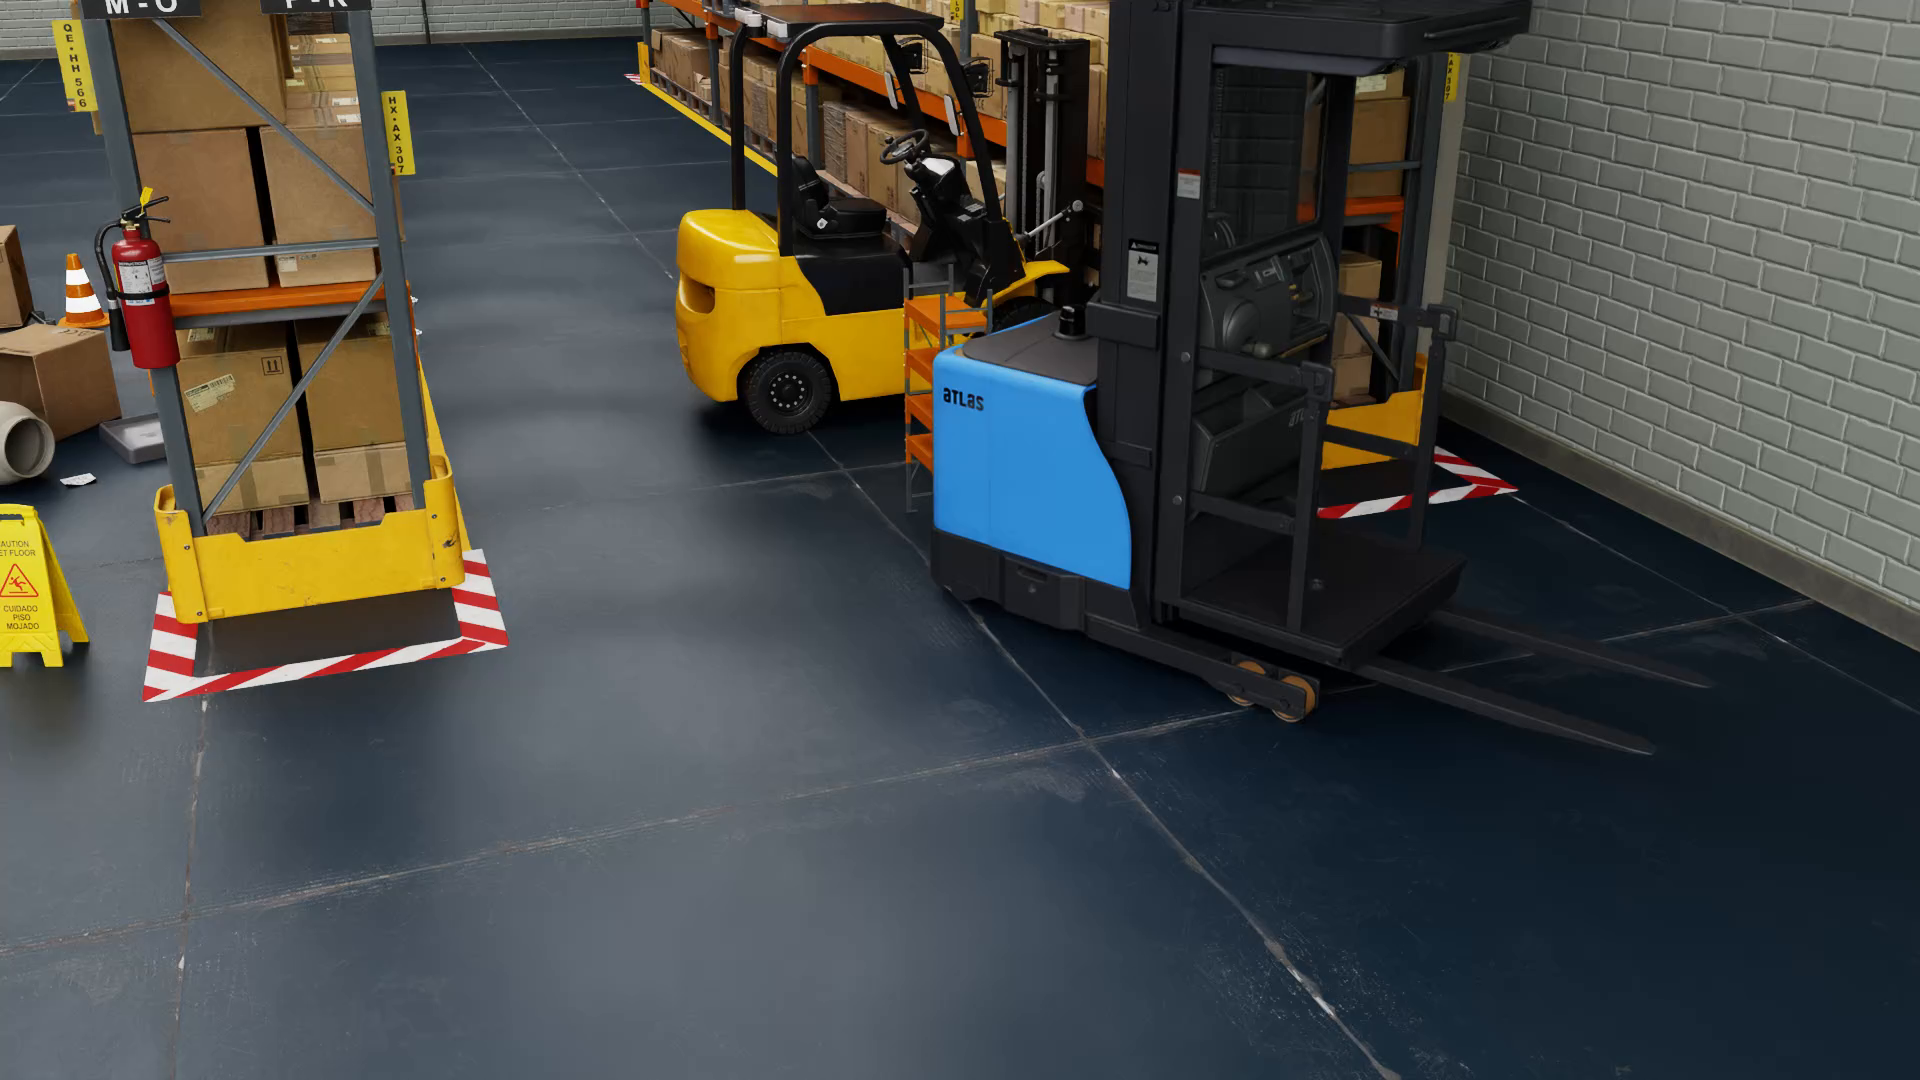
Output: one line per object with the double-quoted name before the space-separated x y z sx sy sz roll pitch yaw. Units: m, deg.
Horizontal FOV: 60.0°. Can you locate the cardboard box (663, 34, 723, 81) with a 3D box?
"cardboard box" -3.360 -6.128 21.104 0.700 0.500 0.500 -7 24 -17

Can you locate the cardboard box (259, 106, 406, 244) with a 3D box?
"cardboard box" -2.650 -1.534 7.017 0.500 0.500 0.500 -9 24 -20

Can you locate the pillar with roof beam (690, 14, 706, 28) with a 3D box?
"pillar with roof beam" -7.889 -10.914 22.059 9.100 9.000 0.400 -8 24 -19

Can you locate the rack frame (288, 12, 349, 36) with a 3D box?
"rack frame" -4.156 -2.594 10.044 1.000 3.000 0.127 -8 24 -19

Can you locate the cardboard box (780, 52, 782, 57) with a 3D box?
"cardboard box" -1.748 -5.248 18.182 0.380 0.149 0.250 -8 24 -18

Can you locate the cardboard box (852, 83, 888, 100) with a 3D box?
"cardboard box" -0.819 -4.303 15.940 0.380 0.149 0.250 -7 24 -16

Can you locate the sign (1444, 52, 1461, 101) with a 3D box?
"sign" 2.421 -2.333 8.206 0.100 0.325 0.005 -8 24 -19

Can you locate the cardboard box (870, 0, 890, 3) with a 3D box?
"cardboard box" -0.487 -4.261 13.035 0.380 0.149 0.250 -9 24 -20

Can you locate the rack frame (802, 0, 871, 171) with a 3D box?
"rack frame" -0.926 -4.730 15.111 1.000 3.000 0.127 -8 24 -19

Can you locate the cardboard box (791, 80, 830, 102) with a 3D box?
"cardboard box" -1.463 -4.310 15.957 0.380 0.149 0.250 -10 25 -22

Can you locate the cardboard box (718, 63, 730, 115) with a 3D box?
"cardboard box" -2.379 -5.019 18.473 0.500 0.500 0.500 -7 24 -17

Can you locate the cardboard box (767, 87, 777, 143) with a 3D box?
"cardboard box" -1.631 -4.269 16.695 0.500 0.500 0.500 -7 24 -17

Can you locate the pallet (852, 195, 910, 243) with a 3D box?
"pallet" -0.245 -2.698 13.880 1.003 0.211 1.213 -8 24 -19

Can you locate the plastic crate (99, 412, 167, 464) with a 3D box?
"plastic crate" -4.368 -0.566 8.990 0.402 0.080 0.583 -18 29 -37

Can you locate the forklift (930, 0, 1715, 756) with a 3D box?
"forklift" 1.330 -0.909 6.133 3.031 2.935 1.130 18 29 36

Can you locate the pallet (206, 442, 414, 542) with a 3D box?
"pallet" -3.023 -0.184 7.914 1.003 0.211 1.213 -8 24 -19

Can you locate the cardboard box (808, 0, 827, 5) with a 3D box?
"cardboard box" -1.022 -4.693 14.573 0.500 0.250 0.500 -8 24 -19

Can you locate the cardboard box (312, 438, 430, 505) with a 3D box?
"cardboard box" -2.769 -0.399 7.833 0.500 0.250 0.500 -9 24 -19

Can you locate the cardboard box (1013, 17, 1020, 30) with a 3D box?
"cardboard box" 0.564 -3.285 10.719 0.380 0.149 0.250 -8 24 -19

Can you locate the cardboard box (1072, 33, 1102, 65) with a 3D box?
"cardboard box" 0.881 -2.905 9.817 0.380 0.149 0.250 -9 24 -20

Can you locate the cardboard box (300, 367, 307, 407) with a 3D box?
"cardboard box" -3.811 -0.885 8.987 0.500 0.250 0.500 -9 24 -20

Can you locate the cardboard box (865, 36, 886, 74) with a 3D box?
"cardboard box" -0.455 -3.908 13.353 0.500 0.250 0.500 -8 24 -17

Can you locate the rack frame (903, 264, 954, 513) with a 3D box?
"rack frame" -0.145 -0.702 7.870 0.240 1.200 0.015 -8 24 -19

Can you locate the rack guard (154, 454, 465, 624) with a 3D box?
"rack guard" -2.769 -0.017 7.146 1.175 0.500 0.348 -8 24 -19

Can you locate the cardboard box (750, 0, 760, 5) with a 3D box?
"cardboard box" -1.676 -5.539 16.356 0.797 0.503 0.637 -9 24 -20

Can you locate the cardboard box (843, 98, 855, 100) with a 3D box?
"cardboard box" -0.813 -3.964 15.969 0.500 0.500 0.500 -7 24 -17

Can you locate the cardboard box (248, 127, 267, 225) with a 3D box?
"cardboard box" -3.365 -1.666 7.329 0.500 0.500 0.500 -8 24 -19

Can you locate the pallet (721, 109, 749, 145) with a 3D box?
"pallet" -2.017 -4.608 18.412 1.003 0.211 1.213 -8 24 -19

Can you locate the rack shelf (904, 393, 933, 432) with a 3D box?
"rack shelf" -0.059 -0.551 7.686 0.258 0.148 0.480 -8 24 -19

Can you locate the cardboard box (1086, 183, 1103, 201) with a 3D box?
"cardboard box" 0.722 -2.079 10.532 0.500 0.250 0.500 -7 24 -17

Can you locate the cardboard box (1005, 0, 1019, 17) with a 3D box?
"cardboard box" 0.515 -3.522 10.898 0.380 0.149 0.250 -8 24 -18

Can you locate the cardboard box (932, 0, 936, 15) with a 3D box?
"cardboard box" 0.013 -3.903 12.184 0.380 0.149 0.250 -8 24 -19

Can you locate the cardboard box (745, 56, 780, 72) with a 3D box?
"cardboard box" -2.081 -5.078 17.778 0.380 0.149 0.250 -9 24 -20

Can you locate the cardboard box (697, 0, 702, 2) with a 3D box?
"cardboard box" -2.801 -6.241 19.018 0.380 0.149 0.250 -8 24 -18

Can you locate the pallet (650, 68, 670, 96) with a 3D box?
"pallet" -3.443 -6.035 21.797 1.003 0.211 1.213 -8 24 -19

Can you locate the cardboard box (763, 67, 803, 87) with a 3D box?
"cardboard box" -1.780 -4.701 16.884 0.380 0.149 0.250 -10 25 -22

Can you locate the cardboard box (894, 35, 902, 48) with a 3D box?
"cardboard box" -0.290 -3.954 12.818 0.500 0.250 0.500 -8 24 -18

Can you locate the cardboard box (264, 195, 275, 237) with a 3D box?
"cardboard box" -3.417 -1.507 7.786 0.380 0.149 0.250 -8 24 -18

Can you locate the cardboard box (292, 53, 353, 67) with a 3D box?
"cardboard box" -3.390 -2.276 8.777 0.500 0.500 0.500 -8 24 -18

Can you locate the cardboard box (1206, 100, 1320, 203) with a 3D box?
"cardboard box" 1.480 -2.012 8.534 0.500 0.500 0.500 -9 24 -20

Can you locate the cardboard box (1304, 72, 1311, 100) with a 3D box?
"cardboard box" 1.515 -2.256 8.277 0.380 0.149 0.250 -8 24 -18

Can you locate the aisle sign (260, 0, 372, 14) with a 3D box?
"aisle sign" -2.431 -2.359 6.138 0.394 0.787 0.004 -8 24 -19

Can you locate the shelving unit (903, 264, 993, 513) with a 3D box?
"shelving unit" -0.059 -0.613 7.660 0.258 1.200 0.503 -8 24 -19

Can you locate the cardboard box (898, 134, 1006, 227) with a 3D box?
"cardboard box" 0.025 -2.847 13.160 0.875 0.625 0.625 -9 24 -20

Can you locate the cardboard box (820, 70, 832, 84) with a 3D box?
"cardboard box" -1.197 -4.682 16.840 0.380 0.149 0.250 -9 24 -20

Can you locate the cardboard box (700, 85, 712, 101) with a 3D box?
"cardboard box" -2.811 -5.226 19.416 0.380 0.149 0.250 -9 25 -21

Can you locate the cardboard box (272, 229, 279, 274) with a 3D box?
"cardboard box" -2.772 -1.267 7.217 0.380 0.149 0.250 -8 24 -18

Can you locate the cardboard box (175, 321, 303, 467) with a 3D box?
"cardboard box" -3.270 -0.668 7.508 0.500 0.500 0.500 -8 24 -19

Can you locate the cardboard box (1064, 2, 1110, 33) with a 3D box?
"cardboard box" 0.851 -3.145 10.003 0.380 0.149 0.250 -8 24 -19

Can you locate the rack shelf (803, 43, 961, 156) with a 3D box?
"rack shelf" -0.220 -3.672 13.526 1.077 0.370 4.000 -8 24 -19

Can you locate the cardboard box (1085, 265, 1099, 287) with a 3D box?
"cardboard box" 1.066 -1.483 9.762 0.500 0.250 0.500 -9 24 -20

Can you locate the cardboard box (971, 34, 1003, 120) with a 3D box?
"cardboard box" 0.399 -3.126 11.176 0.500 0.500 0.500 -9 24 -20
